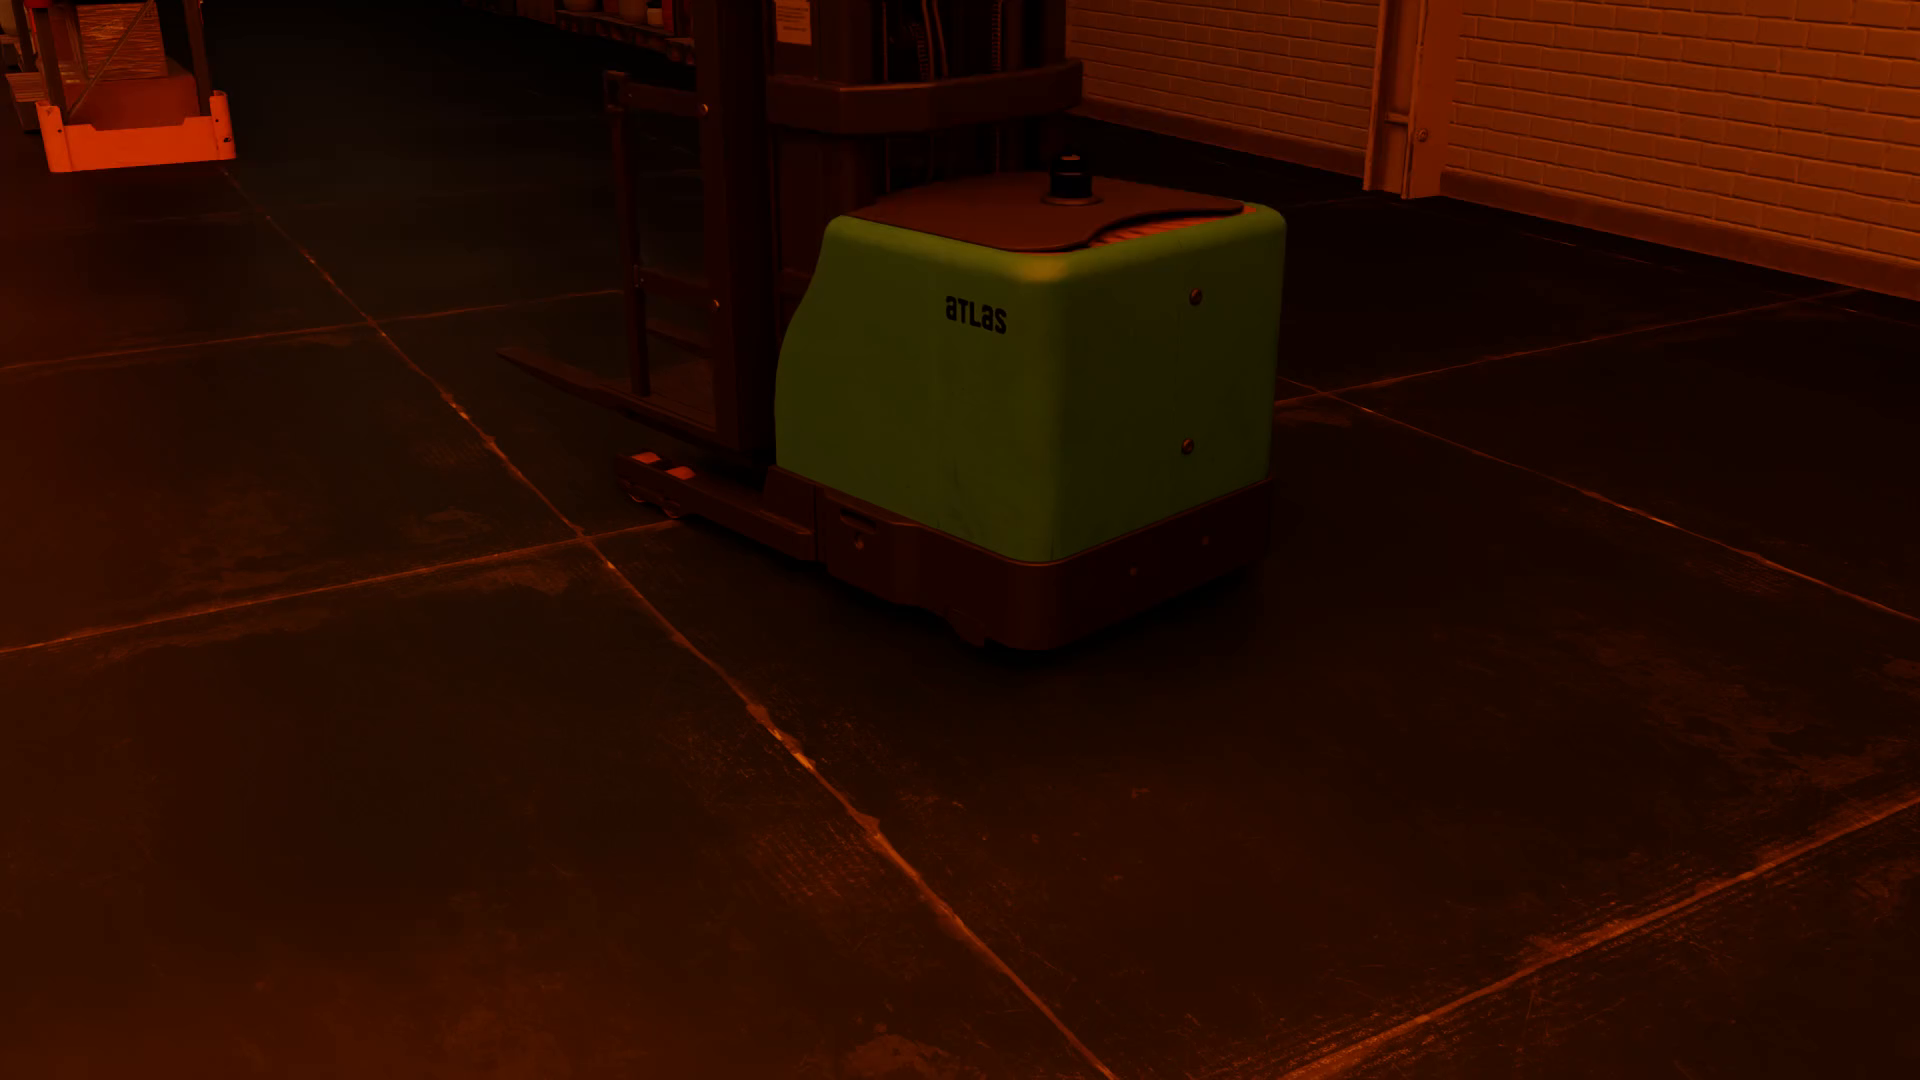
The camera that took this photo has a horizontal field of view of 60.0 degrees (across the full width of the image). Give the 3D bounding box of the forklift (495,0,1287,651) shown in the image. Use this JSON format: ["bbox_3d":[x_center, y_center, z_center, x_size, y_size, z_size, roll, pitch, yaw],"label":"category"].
[{"bbox_3d":[-0.477,-1.542,5.030,1.130,2.935,3.031,-20,30,-40],"label":"forklift"}]
